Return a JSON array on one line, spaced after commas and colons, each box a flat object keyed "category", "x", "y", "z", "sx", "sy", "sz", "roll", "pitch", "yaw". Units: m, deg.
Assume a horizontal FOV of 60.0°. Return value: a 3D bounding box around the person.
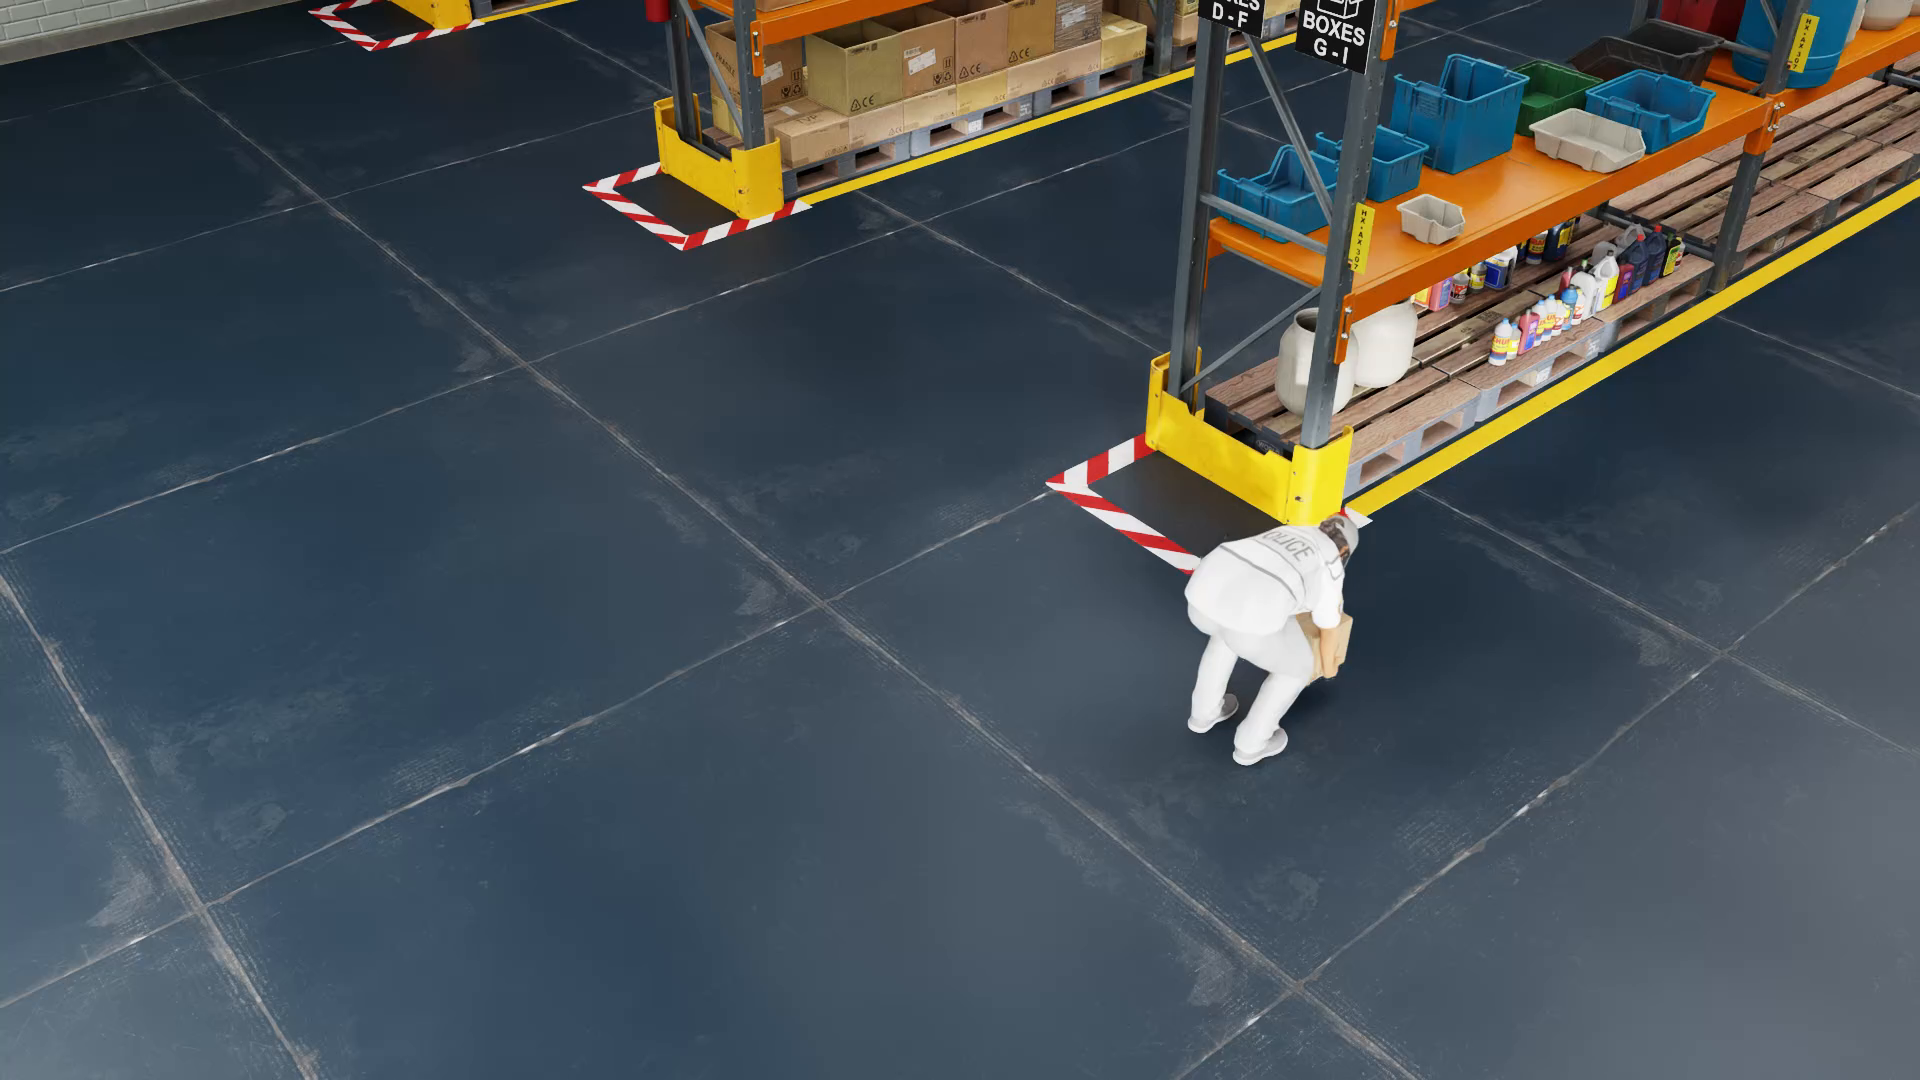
[{"category": "person", "x": 1.353, "y": 0.367, "z": 7.117, "sx": 0.951, "sy": 1.025, "sz": 0.492, "roll": -28, "pitch": 45, "yaw": -33}]
